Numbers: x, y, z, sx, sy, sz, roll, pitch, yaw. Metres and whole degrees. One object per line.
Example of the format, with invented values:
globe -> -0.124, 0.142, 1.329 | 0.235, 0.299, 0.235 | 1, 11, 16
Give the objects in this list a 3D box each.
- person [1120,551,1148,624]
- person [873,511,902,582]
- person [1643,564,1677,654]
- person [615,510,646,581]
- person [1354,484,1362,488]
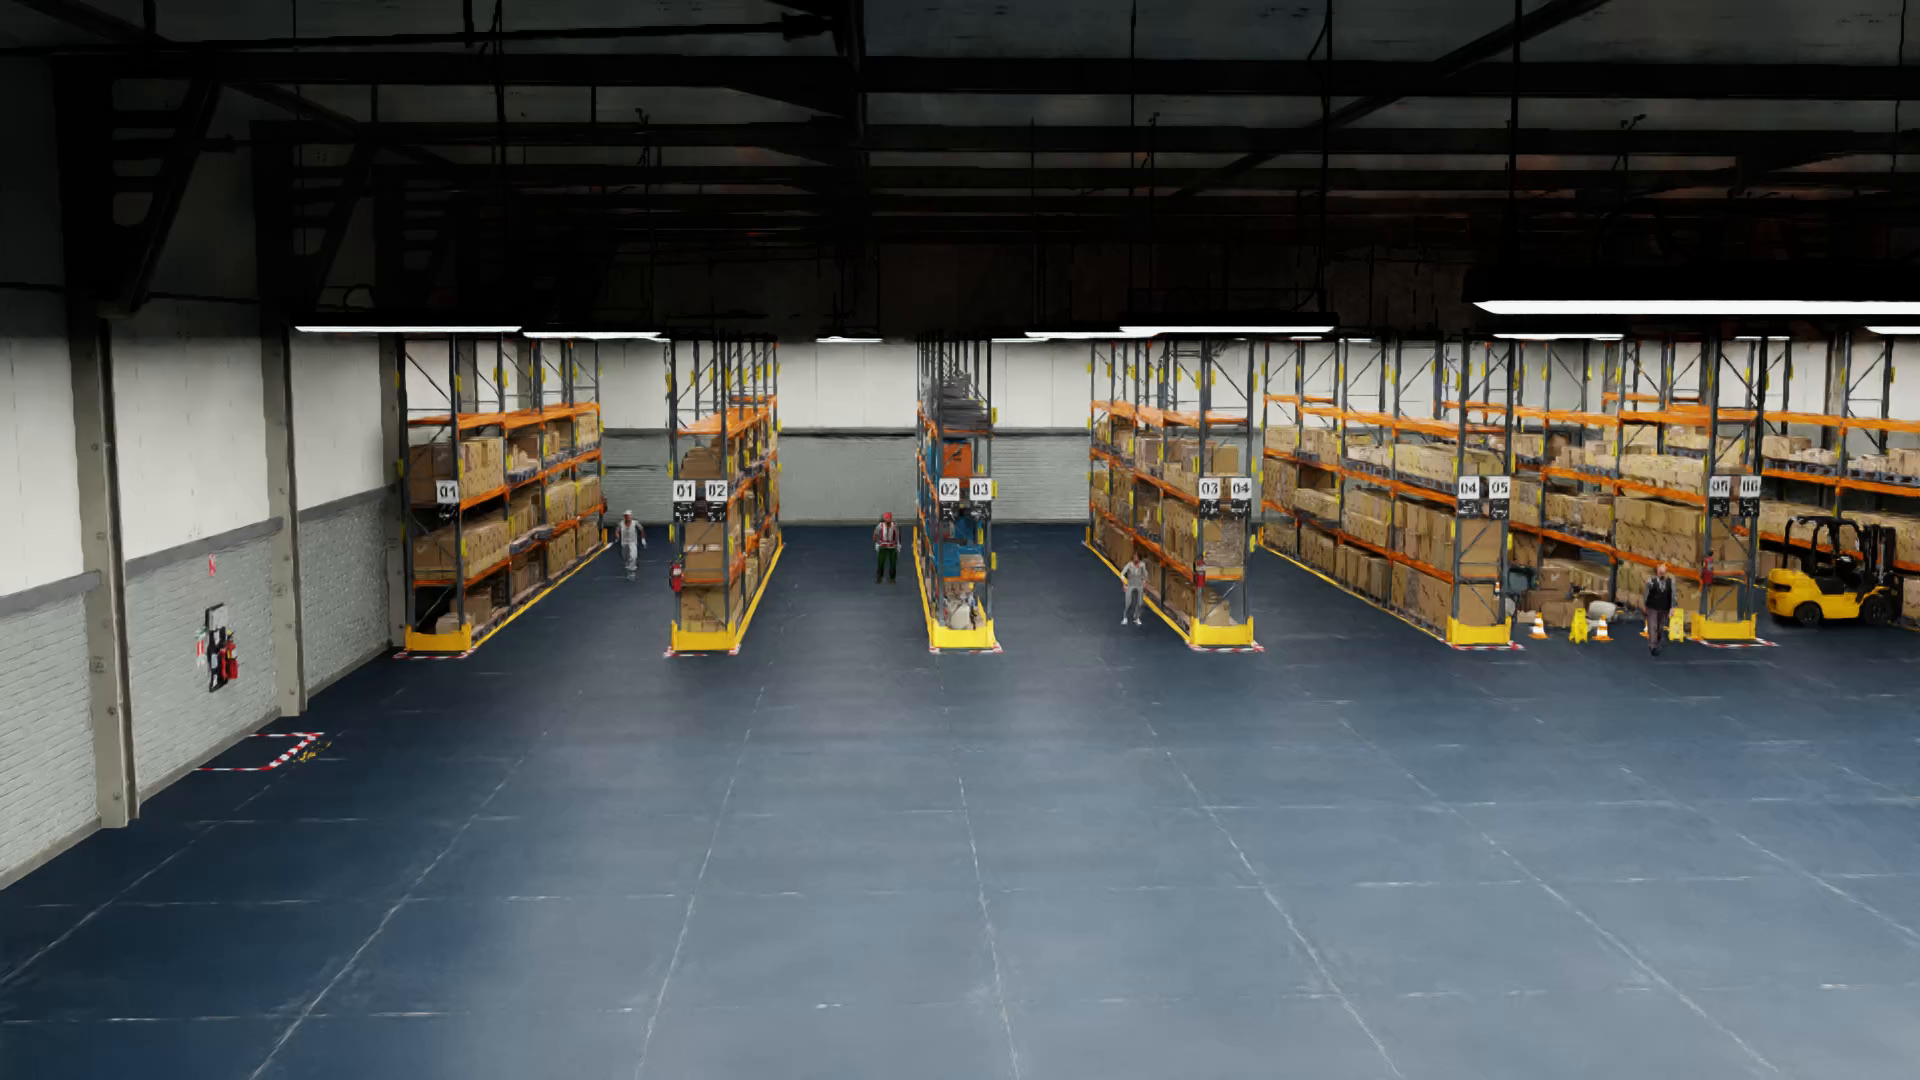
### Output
person -> 3.559, 0.965, 33.985 | 0.566, 1.541, 0.519 | -1, 7, -5
person -> -1.736, 0.170, 39.887 | 0.677, 1.742, 0.551 | 0, 7, -3
person -> 12.963, 1.262, 30.786 | 0.540, 1.661, 1.021 | 1, 7, 6
person -> -8.012, 0.112, 40.356 | 0.703, 1.722, 0.833 | 0, 7, 2
person -> 11.619, -0.809, 48.420 | 0.538, 1.672, 0.582 | -2, 7, -20
